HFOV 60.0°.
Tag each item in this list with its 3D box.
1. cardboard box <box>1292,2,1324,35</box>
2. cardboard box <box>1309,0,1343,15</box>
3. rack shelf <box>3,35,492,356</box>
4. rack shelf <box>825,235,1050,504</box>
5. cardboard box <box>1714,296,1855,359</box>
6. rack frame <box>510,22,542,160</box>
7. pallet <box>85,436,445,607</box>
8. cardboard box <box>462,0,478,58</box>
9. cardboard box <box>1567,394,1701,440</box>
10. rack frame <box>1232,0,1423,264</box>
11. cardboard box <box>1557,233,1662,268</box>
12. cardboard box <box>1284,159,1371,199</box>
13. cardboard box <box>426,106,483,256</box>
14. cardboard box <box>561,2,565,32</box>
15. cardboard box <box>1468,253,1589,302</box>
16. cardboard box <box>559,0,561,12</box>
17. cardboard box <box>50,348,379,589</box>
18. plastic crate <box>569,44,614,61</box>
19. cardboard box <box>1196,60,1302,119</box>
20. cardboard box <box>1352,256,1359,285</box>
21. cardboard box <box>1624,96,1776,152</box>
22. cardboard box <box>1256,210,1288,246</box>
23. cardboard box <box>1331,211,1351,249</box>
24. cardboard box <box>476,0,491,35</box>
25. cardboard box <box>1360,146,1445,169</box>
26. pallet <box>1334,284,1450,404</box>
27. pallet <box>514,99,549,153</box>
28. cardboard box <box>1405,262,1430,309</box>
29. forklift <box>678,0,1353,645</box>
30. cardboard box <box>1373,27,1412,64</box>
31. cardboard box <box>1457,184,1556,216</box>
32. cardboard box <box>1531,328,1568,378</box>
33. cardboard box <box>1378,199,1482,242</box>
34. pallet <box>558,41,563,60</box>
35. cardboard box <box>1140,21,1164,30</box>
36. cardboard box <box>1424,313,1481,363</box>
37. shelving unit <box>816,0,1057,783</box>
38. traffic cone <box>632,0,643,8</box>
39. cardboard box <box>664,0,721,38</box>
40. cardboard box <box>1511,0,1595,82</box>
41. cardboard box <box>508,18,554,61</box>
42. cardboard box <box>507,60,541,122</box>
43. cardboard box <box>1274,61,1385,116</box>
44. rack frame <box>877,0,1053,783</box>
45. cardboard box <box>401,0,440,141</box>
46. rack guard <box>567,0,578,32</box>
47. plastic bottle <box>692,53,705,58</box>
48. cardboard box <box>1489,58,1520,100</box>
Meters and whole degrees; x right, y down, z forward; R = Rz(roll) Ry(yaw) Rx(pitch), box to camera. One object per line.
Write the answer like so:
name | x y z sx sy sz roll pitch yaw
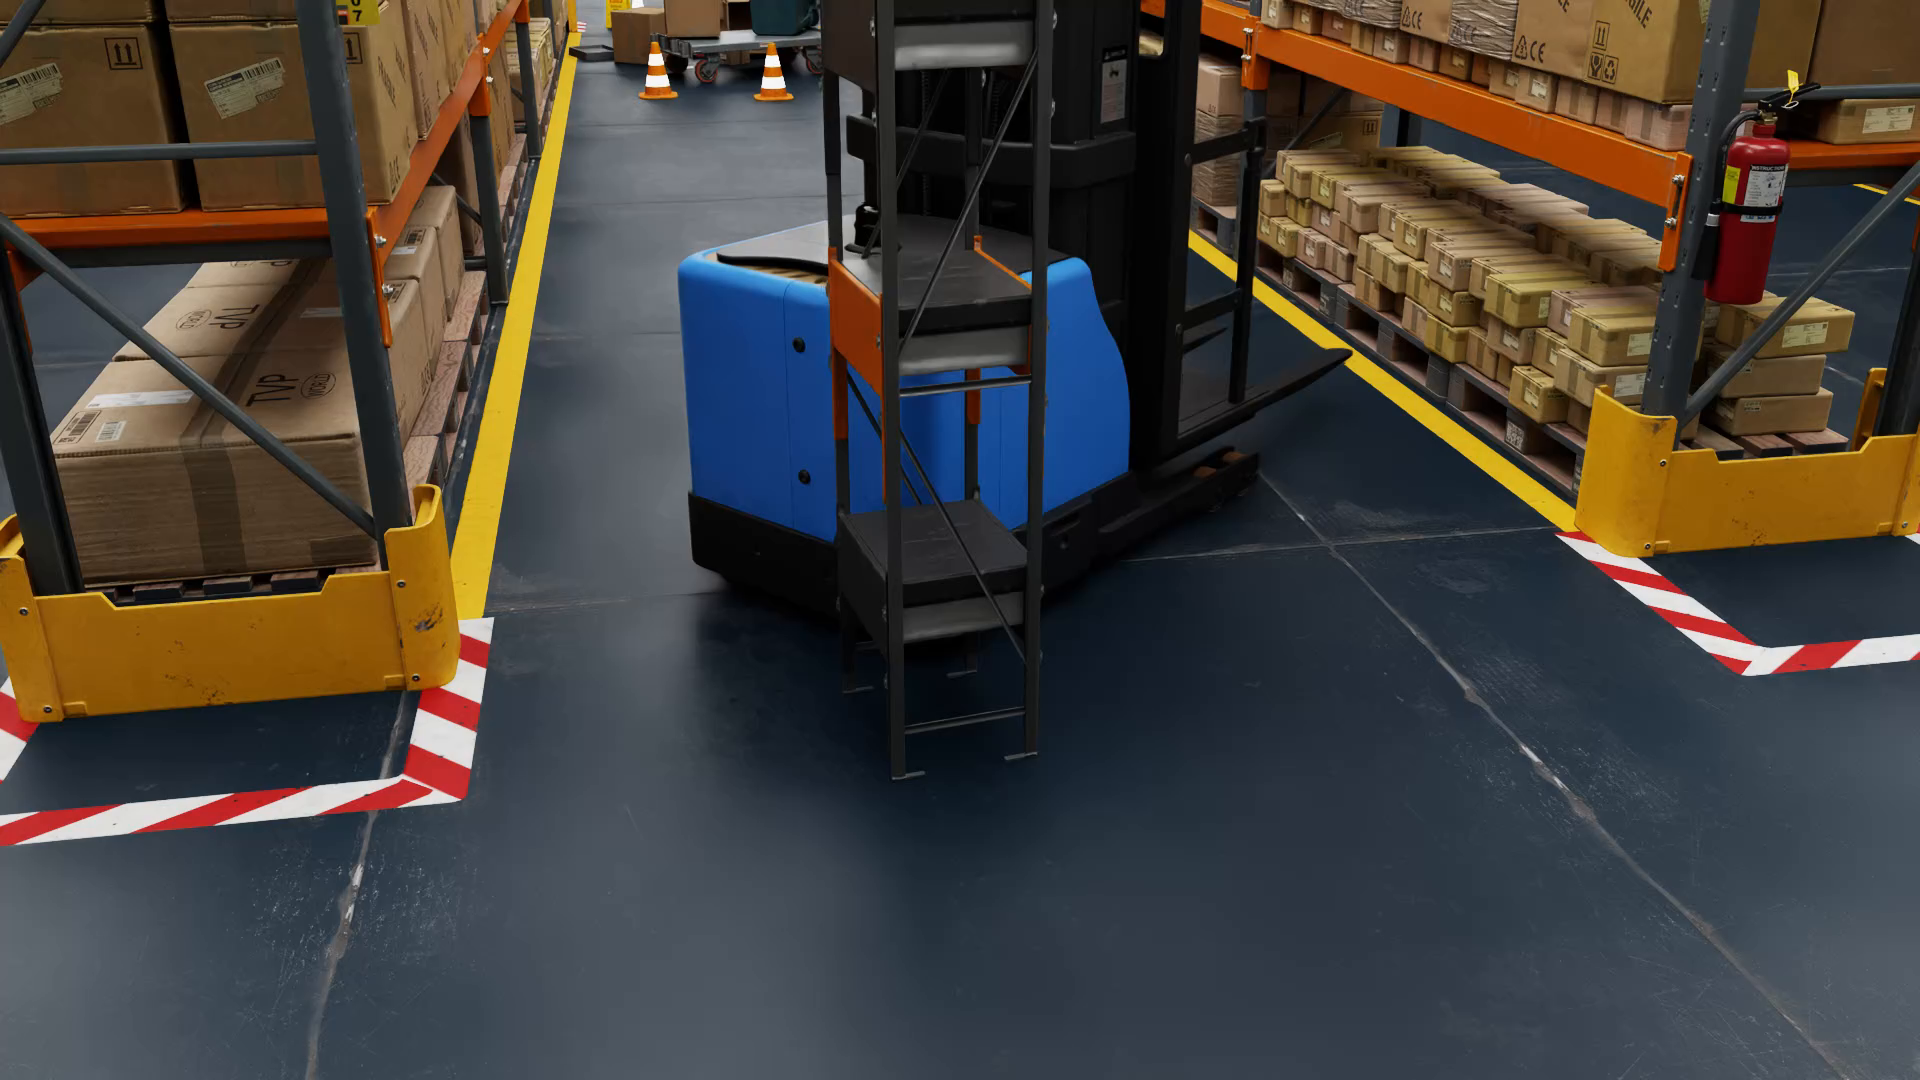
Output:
cardboard box | 1.888 -2.617 8.308 0.380 0.149 0.250 -4 24 -8
cardboard box | 1.979 -2.739 7.776 0.500 0.500 0.500 -4 24 -10
rack shelf | -2.439 -1.442 6.202 1.077 0.370 4.000 -4 24 -10
rack shelf | -0.065 -0.441 4.171 0.431 0.518 0.480 -8 25 -17
cardboard box | 3.014 -0.781 6.083 0.380 0.149 0.250 -5 24 -12
rack frame | -3.549 -4.131 11.461 1.000 3.000 0.127 -4 24 -10
pallet | -2.294 -0.015 5.522 1.003 0.211 1.213 -4 24 -10
cardboard box | -2.472 -2.440 7.465 0.500 0.500 0.500 -4 24 -9
cardboard box | 2.474 -0.468 6.112 0.380 0.149 0.250 -4 24 -9
rack frame | 2.037 -2.964 8.789 1.000 3.000 0.127 -4 24 -10
cardboard box | 2.754 -1.190 7.021 0.380 0.149 0.250 -3 24 -8
cardboard box | 1.890 -1.859 8.553 0.380 0.149 0.250 -3 24 -7
cardboard box | -3.002 -2.015 8.745 0.875 0.875 0.875 -4 24 -8
cardboard box | -4.424 -5.503 17.512 0.500 0.250 0.500 -5 24 -12
cardboard box | 2.281 -1.041 6.679 0.380 0.149 0.250 -5 24 -12
cardboard box | -4.243 -5.442 16.437 0.500 0.500 0.500 -3 24 -8
cardboard box | -2.290 -0.255 5.263 0.875 0.438 0.875 -5 24 -12
plastic crate | -3.773 -5.045 17.201 0.402 0.080 0.583 -13 27 -28
cardboard box | 1.651 -2.629 9.683 0.500 0.250 0.500 -5 24 -11
cardboard box | 2.115 -1.285 7.982 0.380 0.149 0.250 -5 24 -12
cardboard box | 2.438 -1.383 5.482 0.380 0.149 0.250 -4 24 -10
cardboard box | 1.788 -1.683 8.893 0.380 0.149 0.250 -5 24 -12
cardboard box | 2.052 -1.528 8.165 0.380 0.149 0.250 -6 24 -12
cardboard box | -2.631 -2.682 8.330 0.500 0.250 0.500 -5 24 -11
cardboard box | 2.358 -2.002 8.880 0.380 0.149 0.250 -4 24 -8
pallet | 2.425 -0.944 7.647 1.003 0.211 1.213 -4 24 -10
pallet | -3.692 -3.161 12.724 1.003 0.211 1.213 -4 24 -10
cardboard box | 2.163 -1.109 7.206 0.380 0.149 0.250 -3 24 -7
forklift | 0.447 -1.554 5.646 1.130 2.935 3.031 18 29 35
cardboard box | 2.059 -2.199 7.351 0.380 0.149 0.250 -3 24 -7
cardboard box | 2.610 -1.599 7.958 0.380 0.149 0.250 -5 24 -12
cardboard box | 2.403 -0.706 6.285 0.380 0.149 0.250 -5 24 -11
cardboard box | 2.154 -1.455 7.628 0.380 0.149 0.250 -5 24 -12
pallet | -4.676 -5.169 17.322 1.003 0.211 1.213 -4 24 -10
cardboard box | 1.281 -3.439 11.539 0.500 0.250 0.500 -5 24 -10
cardboard box | 2.196 -0.864 7.018 0.380 0.149 0.250 -5 24 -12
shelving unit | -0.065 -0.454 4.165 0.431 2.100 0.503 -8 25 -17
traffic cone | -3.681 -6.042 19.005 0.336 0.463 0.334 -4 24 -10
cardboard box | -2.545 -5.050 15.741 0.500 0.500 0.500 -4 24 -10
cardboard box | 2.350 -1.933 5.933 0.500 0.500 0.500 -5 24 -11
cardboard box | -4.189 -4.487 15.034 0.950 0.372 0.625 -4 24 -9
cardboard box | -3.643 -3.342 12.414 0.950 0.372 0.625 -6 24 -13
cardboard box | 2.160 -2.665 9.765 0.500 0.250 0.500 -5 24 -12
rack frame | 0.013 -0.361 3.953 0.400 2.100 0.015 -8 25 -17
cardboard box | -2.073 -1.639 5.629 0.500 0.500 0.500 -4 24 -10
rack guard | -5.014 -6.103 19.098 1.175 0.500 0.348 -4 24 -10
plastic bottle | -2.684 -5.004 17.132 0.133 0.061 0.283 0 24 -1
cardboard box | 2.278 -1.785 6.404 0.380 0.149 0.250 -5 24 -12
